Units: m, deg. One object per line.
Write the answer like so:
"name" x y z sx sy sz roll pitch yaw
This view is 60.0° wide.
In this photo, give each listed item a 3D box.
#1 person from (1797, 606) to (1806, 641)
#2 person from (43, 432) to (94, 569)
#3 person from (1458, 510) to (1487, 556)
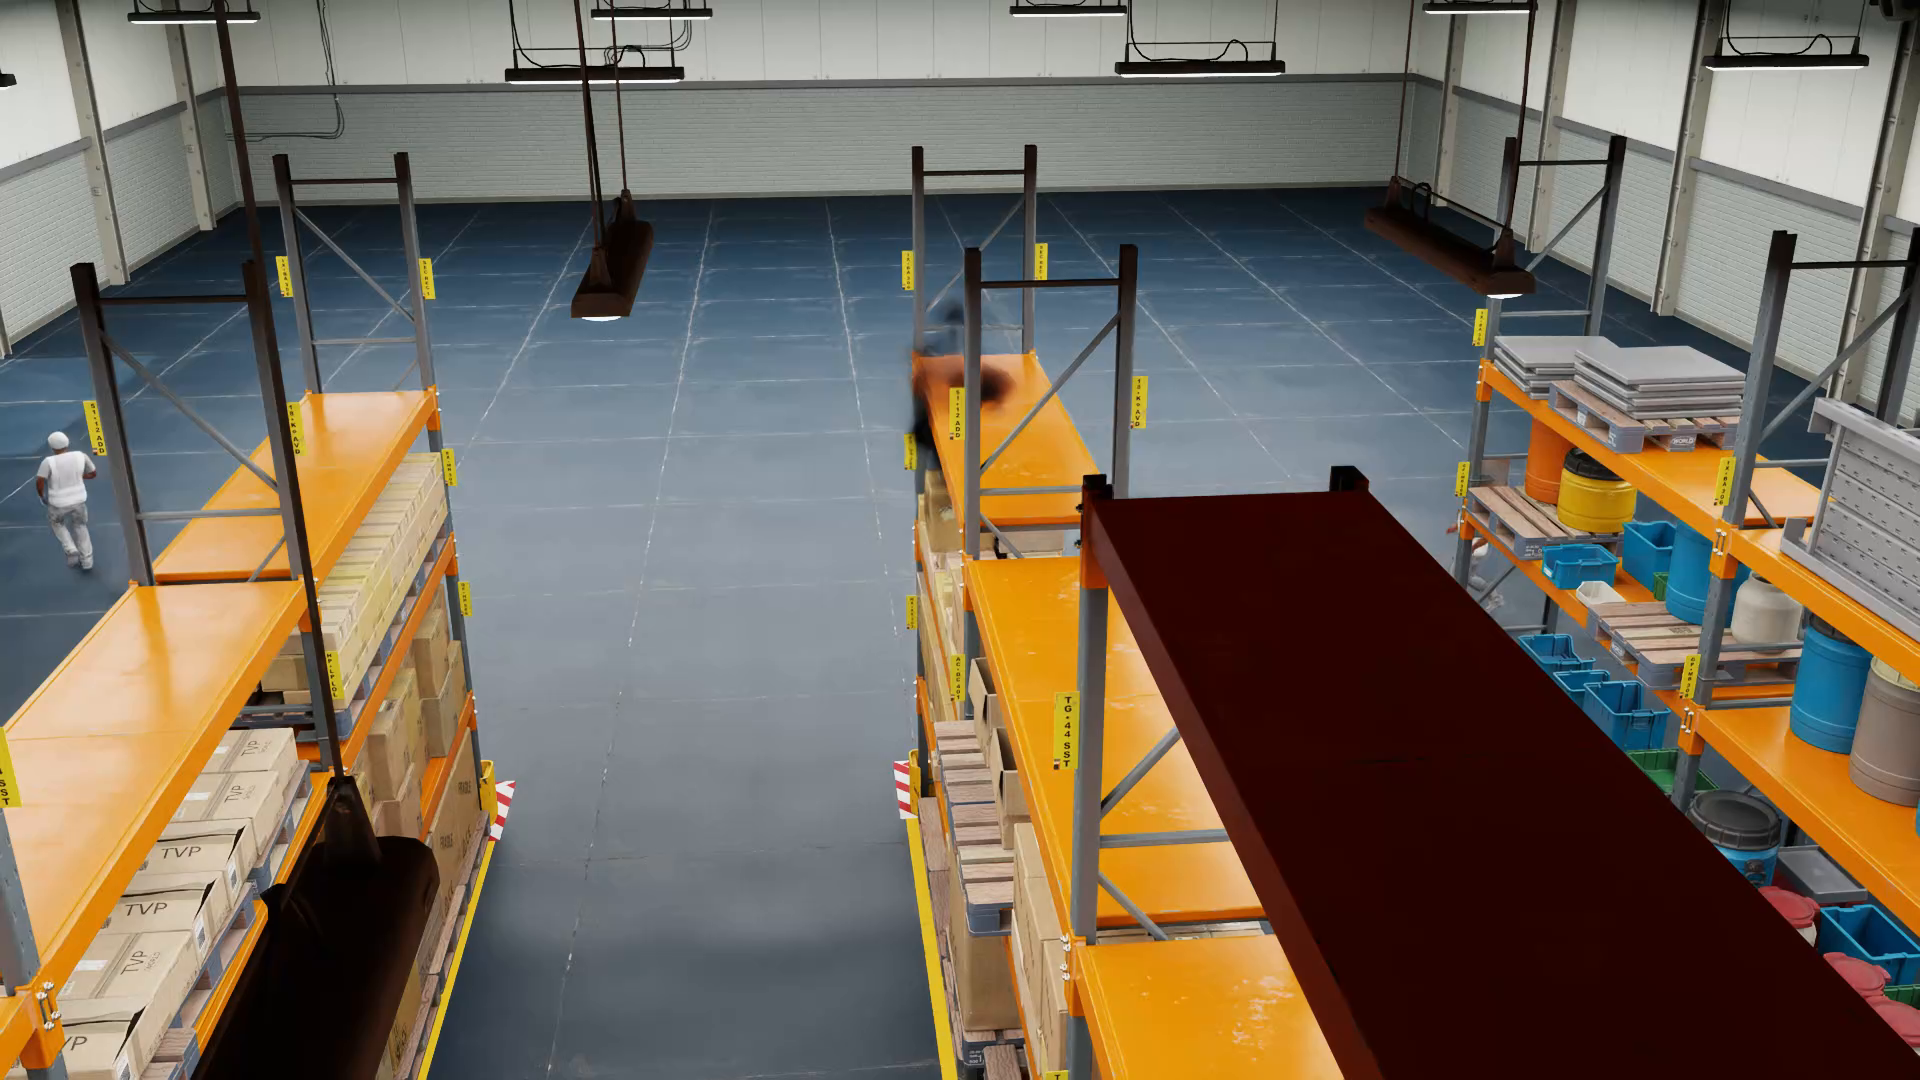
"person" 9.060 0.779 17.931 0.876 1.384 0.410 12 25 29
"person" -10.995 -0.507 20.508 0.467 1.746 0.544 -20 29 -41
"person" 5.821 -0.299 18.794 0.357 0.876 0.436 7 23 17
